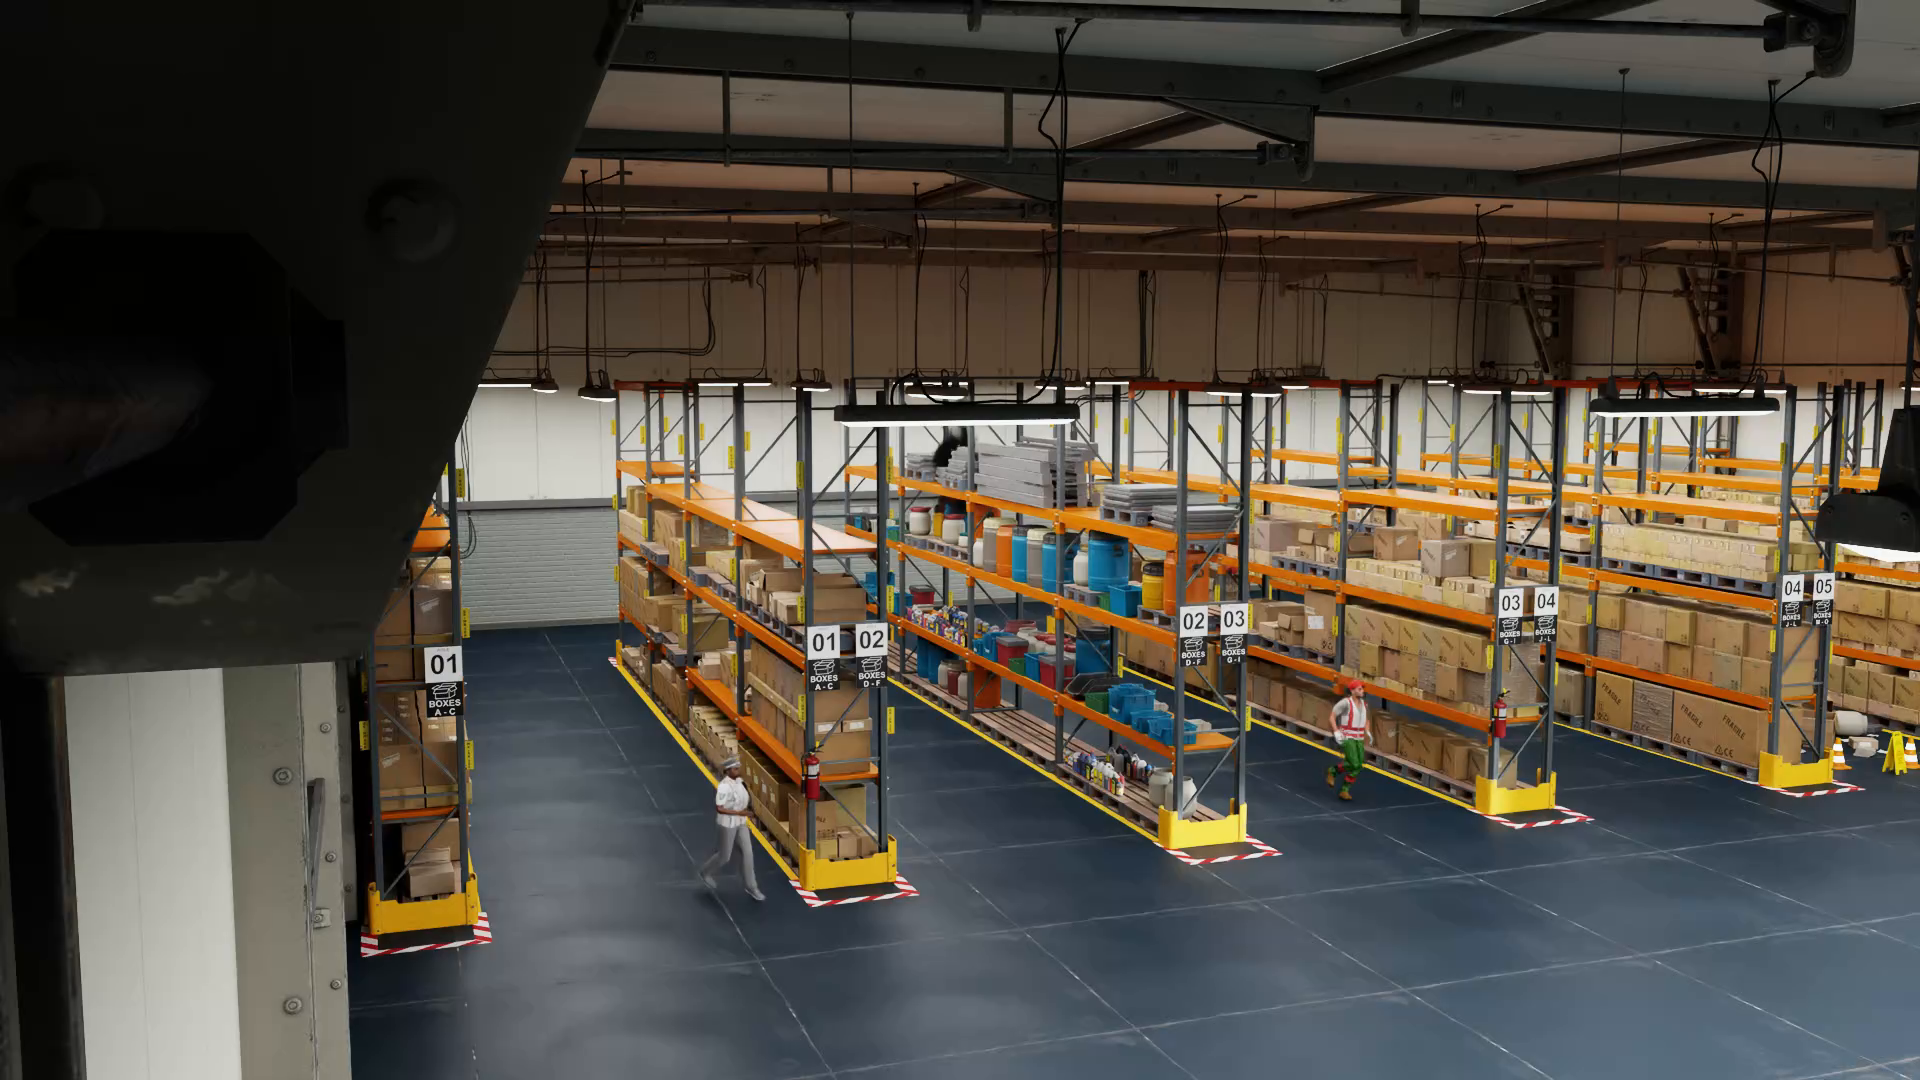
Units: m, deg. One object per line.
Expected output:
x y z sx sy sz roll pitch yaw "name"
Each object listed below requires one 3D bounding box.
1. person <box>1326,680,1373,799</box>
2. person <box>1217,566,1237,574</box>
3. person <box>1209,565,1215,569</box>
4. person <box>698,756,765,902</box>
5.758 2.905 24.384 0.706 1.710 0.561 -3 7 -30 "person"
6.572 1.132 41.326 0.661 1.695 0.581 6 8 45 "person"
5.899 1.393 39.158 0.563 1.609 0.588 -1 6 -12 "person"
-2.726 3.401 19.753 0.894 1.732 0.597 3 7 29 "person"
